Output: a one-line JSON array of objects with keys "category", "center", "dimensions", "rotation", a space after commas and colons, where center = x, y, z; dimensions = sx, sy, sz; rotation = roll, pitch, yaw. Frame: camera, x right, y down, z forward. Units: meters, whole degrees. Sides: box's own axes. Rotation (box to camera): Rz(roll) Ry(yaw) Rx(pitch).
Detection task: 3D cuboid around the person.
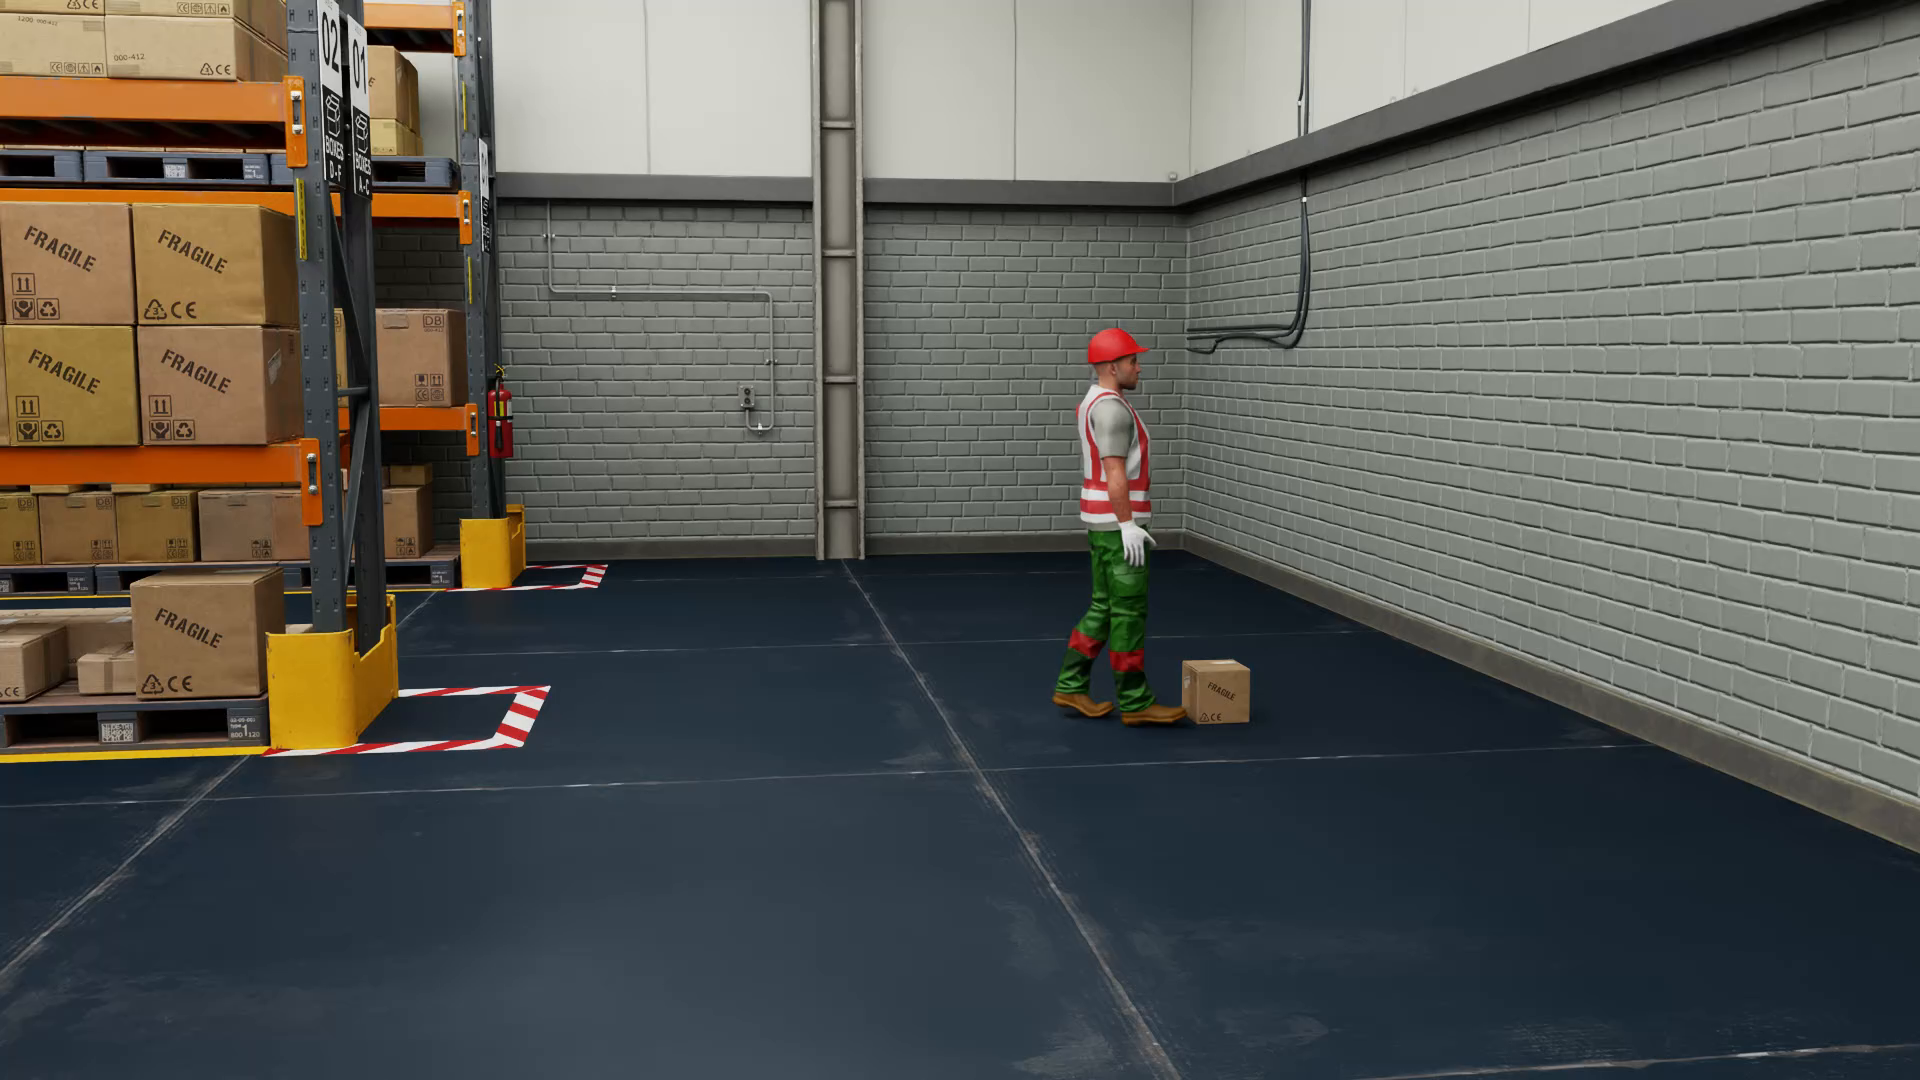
[{"category": "person", "center": [0.735, -0.055, 7.553], "dimensions": [0.603, 1.799, 0.560], "rotation": [0, 6, -3]}]
